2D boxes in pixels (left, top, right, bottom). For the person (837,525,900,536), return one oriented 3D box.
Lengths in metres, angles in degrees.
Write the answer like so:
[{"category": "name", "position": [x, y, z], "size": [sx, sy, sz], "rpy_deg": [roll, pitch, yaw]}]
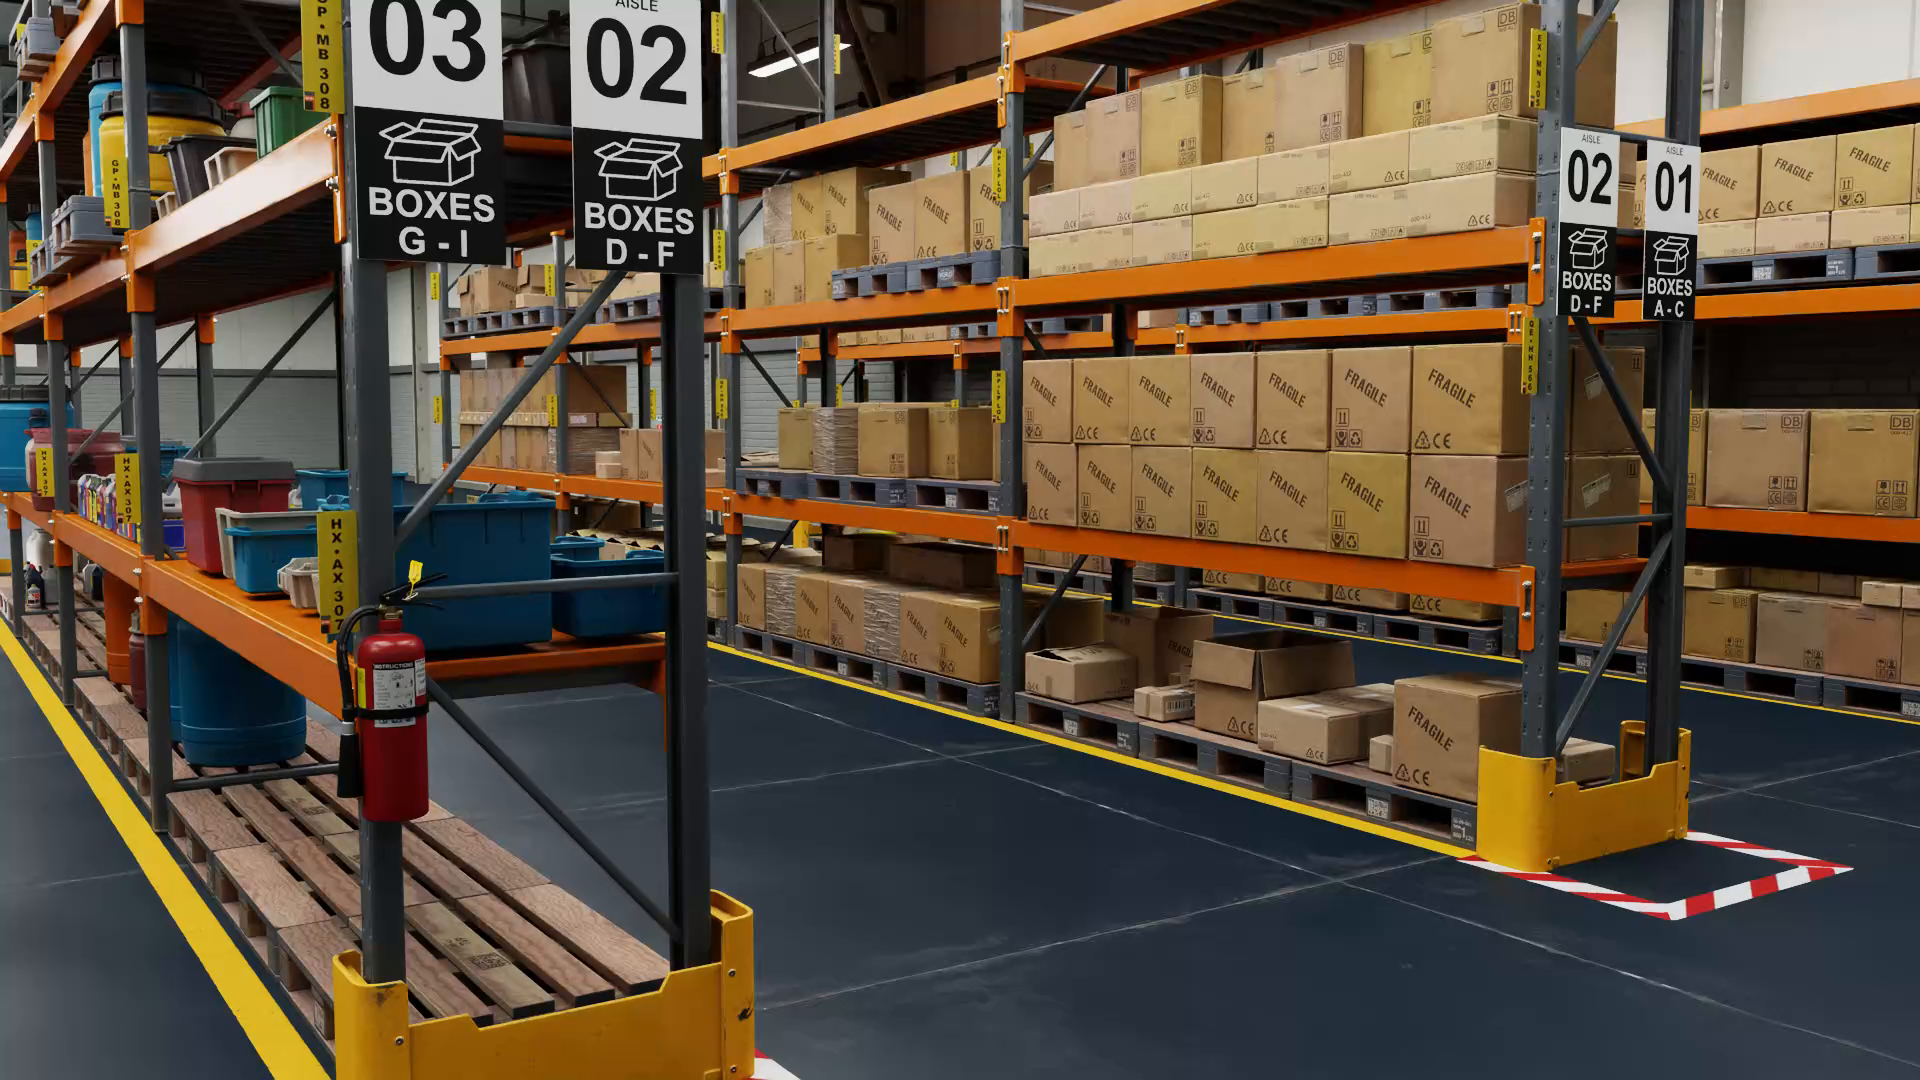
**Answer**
[{"category": "person", "position": [-0.903, -0.044, 15.971], "size": [0.622, 1.568, 0.644], "rpy_deg": [-3, 6, -34]}]
